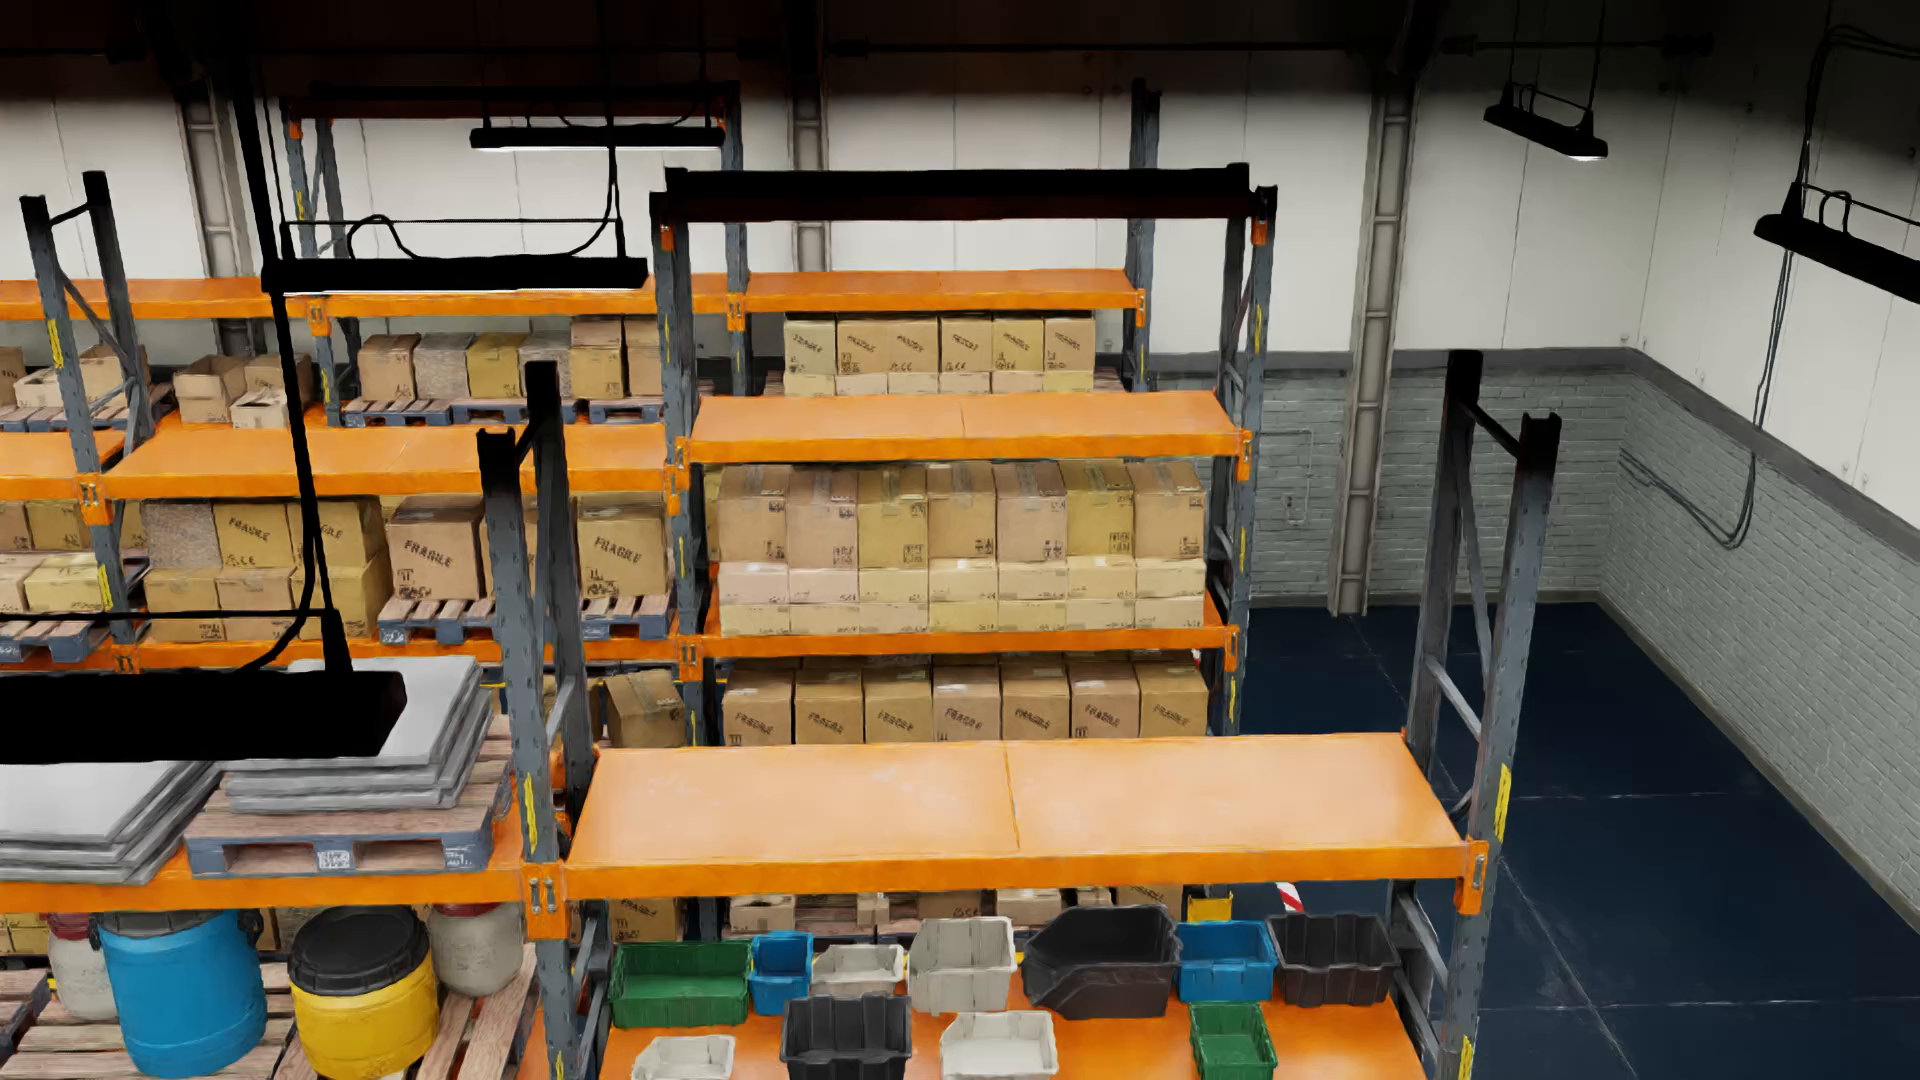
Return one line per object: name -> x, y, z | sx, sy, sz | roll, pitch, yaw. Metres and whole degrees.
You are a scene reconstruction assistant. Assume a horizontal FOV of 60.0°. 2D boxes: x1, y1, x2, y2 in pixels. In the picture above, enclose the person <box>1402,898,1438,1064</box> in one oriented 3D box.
person -> 0.420, 5.897, 2.396 | 0.664, 3.169, 14.622 | 5, 23, 12
